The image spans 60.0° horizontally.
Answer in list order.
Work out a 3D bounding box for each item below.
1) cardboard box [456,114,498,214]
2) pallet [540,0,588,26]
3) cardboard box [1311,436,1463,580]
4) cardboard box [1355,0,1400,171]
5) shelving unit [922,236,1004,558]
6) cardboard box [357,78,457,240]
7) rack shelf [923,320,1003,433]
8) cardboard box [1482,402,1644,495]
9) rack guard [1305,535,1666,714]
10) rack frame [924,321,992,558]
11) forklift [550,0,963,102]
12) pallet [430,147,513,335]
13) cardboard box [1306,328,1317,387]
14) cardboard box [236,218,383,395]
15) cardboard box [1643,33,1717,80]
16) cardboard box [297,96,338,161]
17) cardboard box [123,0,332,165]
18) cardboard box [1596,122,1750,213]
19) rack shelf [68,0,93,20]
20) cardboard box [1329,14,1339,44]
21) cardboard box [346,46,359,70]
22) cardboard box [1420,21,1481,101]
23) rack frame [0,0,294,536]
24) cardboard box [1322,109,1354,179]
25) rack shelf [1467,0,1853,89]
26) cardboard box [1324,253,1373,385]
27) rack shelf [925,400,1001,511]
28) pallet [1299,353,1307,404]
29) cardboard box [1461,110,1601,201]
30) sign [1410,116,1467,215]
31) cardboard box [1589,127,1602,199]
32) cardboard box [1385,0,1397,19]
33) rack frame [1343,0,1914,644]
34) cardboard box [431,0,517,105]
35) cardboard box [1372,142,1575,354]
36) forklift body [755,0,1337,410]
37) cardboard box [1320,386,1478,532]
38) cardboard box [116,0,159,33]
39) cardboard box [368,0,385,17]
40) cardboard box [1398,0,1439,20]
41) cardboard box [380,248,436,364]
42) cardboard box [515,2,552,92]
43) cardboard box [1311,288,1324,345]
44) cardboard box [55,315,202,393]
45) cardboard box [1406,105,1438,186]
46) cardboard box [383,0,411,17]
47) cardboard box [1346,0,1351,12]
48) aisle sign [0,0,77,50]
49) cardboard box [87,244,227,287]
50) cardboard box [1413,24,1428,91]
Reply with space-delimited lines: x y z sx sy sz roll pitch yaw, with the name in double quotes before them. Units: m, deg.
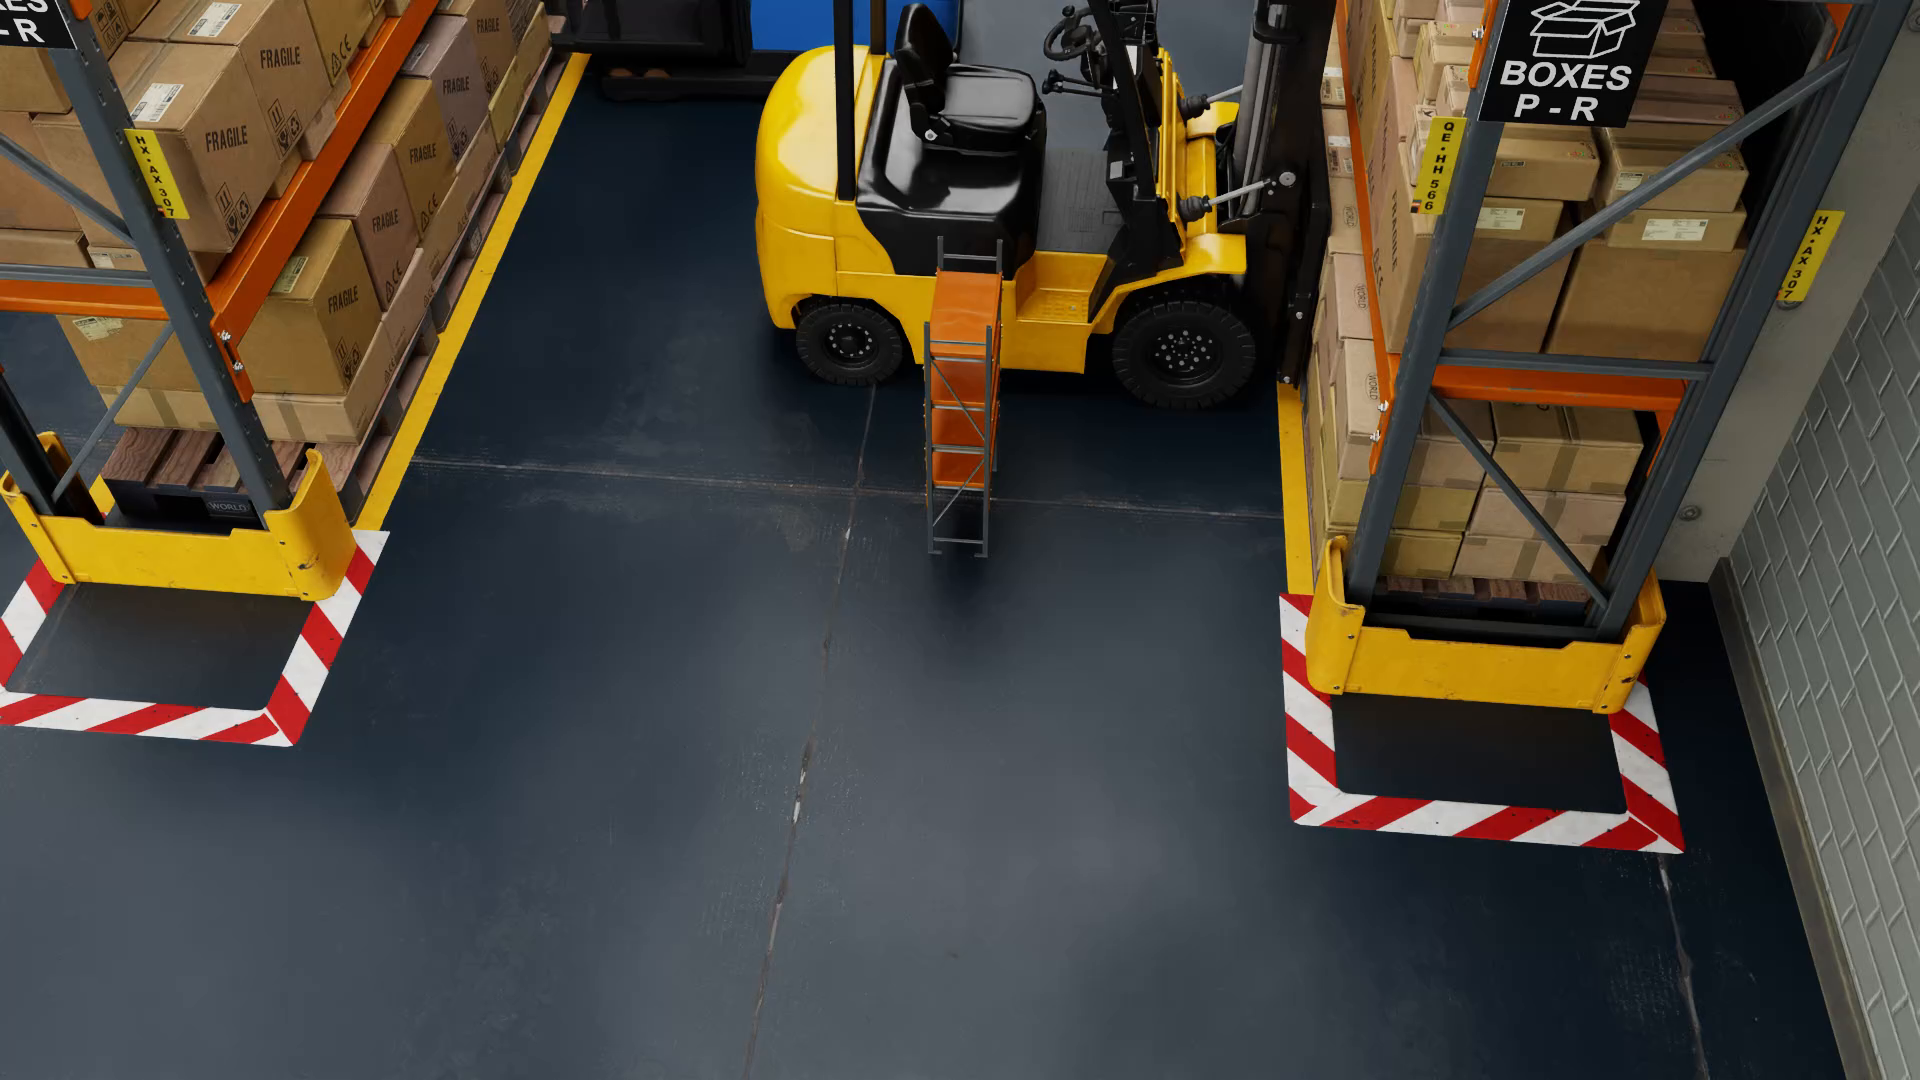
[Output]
"cardboard box" -2.549 -1.814 7.955 0.500 0.250 0.500 5 48 4
"pallet" -2.603 -3.449 9.762 1.003 0.211 1.213 4 48 4
"cardboard box" 1.634 -0.128 6.413 0.500 0.250 0.500 4 48 4
"cardboard box" 1.792 -1.718 6.221 0.500 0.500 0.500 3 48 3
"shelving unit" 0.015 -0.527 6.419 0.258 1.200 0.503 4 48 4
"cardboard box" -2.590 -1.690 7.333 0.500 0.500 0.500 5 48 4
"rack shelf" 0.015 -0.632 6.303 0.258 0.148 0.480 4 48 4
"cardboard box" 2.138 -0.439 6.020 0.500 0.250 0.500 3 48 3
"rack guard" 1.904 0.314 6.124 1.175 0.500 0.348 4 48 4
"rack frame" -0.007 -0.347 6.255 0.240 1.200 0.015 4 48 4
"forklift" -1.512 -3.722 8.168 3.031 2.935 1.130 1 48 1
"pallet" -2.808 -1.482 7.962 1.003 0.211 1.213 4 48 4
"cardboard box" 1.743 -0.860 7.082 0.500 0.250 0.500 4 48 4
"cardboard box" -2.687 -0.937 6.645 0.500 0.500 0.500 2 48 2
"cardboard box" 2.217 -1.518 5.397 0.380 0.149 0.250 5 48 4
"cardboard box" -2.618 -1.589 6.341 0.380 0.149 0.250 5 48 4
"cardboard box" -2.674 -1.723 6.024 0.500 0.500 0.500 5 48 5
"cardboard box" 2.149 -1.133 5.045 0.380 0.149 0.250 3 48 3
"rack shelf" -2.855 -3.118 6.024 1.077 0.370 4.000 4 48 4
"cardboard box" 1.857 -2.329 7.748 0.500 0.250 0.500 4 48 4
"cardboard box" -2.663 -1.980 6.698 0.380 0.149 0.250 5 48 5
"cardboard box" 1.717 -1.556 5.431 0.380 0.149 0.250 5 48 4
"rack frame" -3.037 -0.879 5.521 1.000 3.000 0.127 4 48 4
"cardboard box" 1.768 -1.577 7.061 0.500 0.250 0.500 3 48 3
"rack shelf" 2.088 -2.787 5.721 1.077 0.370 4.000 4 48 4
"cardboard box" 1.678 -0.834 6.381 0.500 0.250 0.500 5 48 4
"rack shelf" 0.015 -0.347 6.615 0.258 0.148 0.480 4 48 4
"pallet" 2.048 -1.065 7.581 1.003 0.211 1.213 4 48 4
"cardboard box" 1.729 -1.178 5.086 0.380 0.149 0.250 4 48 4
"sign" 1.367 -1.065 4.746 0.100 0.325 0.005 4 48 4
"cardboard box" 2.154 -1.218 5.324 0.380 0.149 0.250 4 48 4
"cardboard box" 1.751 -2.018 6.056 0.380 0.149 0.250 4 48 4
"rack frame" 1.906 -0.548 5.218 1.000 3.000 0.127 4 48 4
"cardboard box" -2.504 -2.458 8.036 0.500 0.500 0.500 5 48 4
"cardboard box" 1.689 -0.961 5.528 0.500 0.500 0.500 3 48 3
"forklift body" 0.262 -1.777 6.918 2.313 2.155 1.214 4 48 4
"cardboard box" 1.639 -0.309 6.240 0.500 0.250 0.500 3 48 3
"cardboard box" -3.155 -2.112 5.702 0.700 0.500 0.500 4 48 4
"cardboard box" -2.591 -2.472 6.709 0.500 0.500 0.500 3 48 3
"cardboard box" 1.727 -1.932 5.776 0.380 0.149 0.250 5 48 4
"cardboard box" -2.635 -1.041 7.248 0.500 0.250 0.500 5 48 5
"cardboard box" -2.459 -2.579 8.655 0.500 0.250 0.500 6 48 5
"cardboard box" 1.722 -1.057 6.924 0.500 0.250 0.500 3 48 3
"cardboard box" -3.224 -0.952 6.658 0.500 0.500 0.500 4 48 4
"cardboard box" 1.652 -1.264 5.366 0.380 0.149 0.250 5 48 4
"cardboard box" -2.528 -2.352 7.039 0.380 0.149 0.250 4 48 4
"cardboard box" 1.894 -2.456 6.896 0.500 0.500 0.500 3 48 3
"aisle sign" -2.734 -1.690 4.501 0.394 0.787 0.004 4 48 4
"cardboard box" -2.800 -1.030 5.829 0.380 0.149 0.250 4 48 4
"cardboard box" 1.771 -1.632 5.702 0.380 0.149 0.250 4 48 3
